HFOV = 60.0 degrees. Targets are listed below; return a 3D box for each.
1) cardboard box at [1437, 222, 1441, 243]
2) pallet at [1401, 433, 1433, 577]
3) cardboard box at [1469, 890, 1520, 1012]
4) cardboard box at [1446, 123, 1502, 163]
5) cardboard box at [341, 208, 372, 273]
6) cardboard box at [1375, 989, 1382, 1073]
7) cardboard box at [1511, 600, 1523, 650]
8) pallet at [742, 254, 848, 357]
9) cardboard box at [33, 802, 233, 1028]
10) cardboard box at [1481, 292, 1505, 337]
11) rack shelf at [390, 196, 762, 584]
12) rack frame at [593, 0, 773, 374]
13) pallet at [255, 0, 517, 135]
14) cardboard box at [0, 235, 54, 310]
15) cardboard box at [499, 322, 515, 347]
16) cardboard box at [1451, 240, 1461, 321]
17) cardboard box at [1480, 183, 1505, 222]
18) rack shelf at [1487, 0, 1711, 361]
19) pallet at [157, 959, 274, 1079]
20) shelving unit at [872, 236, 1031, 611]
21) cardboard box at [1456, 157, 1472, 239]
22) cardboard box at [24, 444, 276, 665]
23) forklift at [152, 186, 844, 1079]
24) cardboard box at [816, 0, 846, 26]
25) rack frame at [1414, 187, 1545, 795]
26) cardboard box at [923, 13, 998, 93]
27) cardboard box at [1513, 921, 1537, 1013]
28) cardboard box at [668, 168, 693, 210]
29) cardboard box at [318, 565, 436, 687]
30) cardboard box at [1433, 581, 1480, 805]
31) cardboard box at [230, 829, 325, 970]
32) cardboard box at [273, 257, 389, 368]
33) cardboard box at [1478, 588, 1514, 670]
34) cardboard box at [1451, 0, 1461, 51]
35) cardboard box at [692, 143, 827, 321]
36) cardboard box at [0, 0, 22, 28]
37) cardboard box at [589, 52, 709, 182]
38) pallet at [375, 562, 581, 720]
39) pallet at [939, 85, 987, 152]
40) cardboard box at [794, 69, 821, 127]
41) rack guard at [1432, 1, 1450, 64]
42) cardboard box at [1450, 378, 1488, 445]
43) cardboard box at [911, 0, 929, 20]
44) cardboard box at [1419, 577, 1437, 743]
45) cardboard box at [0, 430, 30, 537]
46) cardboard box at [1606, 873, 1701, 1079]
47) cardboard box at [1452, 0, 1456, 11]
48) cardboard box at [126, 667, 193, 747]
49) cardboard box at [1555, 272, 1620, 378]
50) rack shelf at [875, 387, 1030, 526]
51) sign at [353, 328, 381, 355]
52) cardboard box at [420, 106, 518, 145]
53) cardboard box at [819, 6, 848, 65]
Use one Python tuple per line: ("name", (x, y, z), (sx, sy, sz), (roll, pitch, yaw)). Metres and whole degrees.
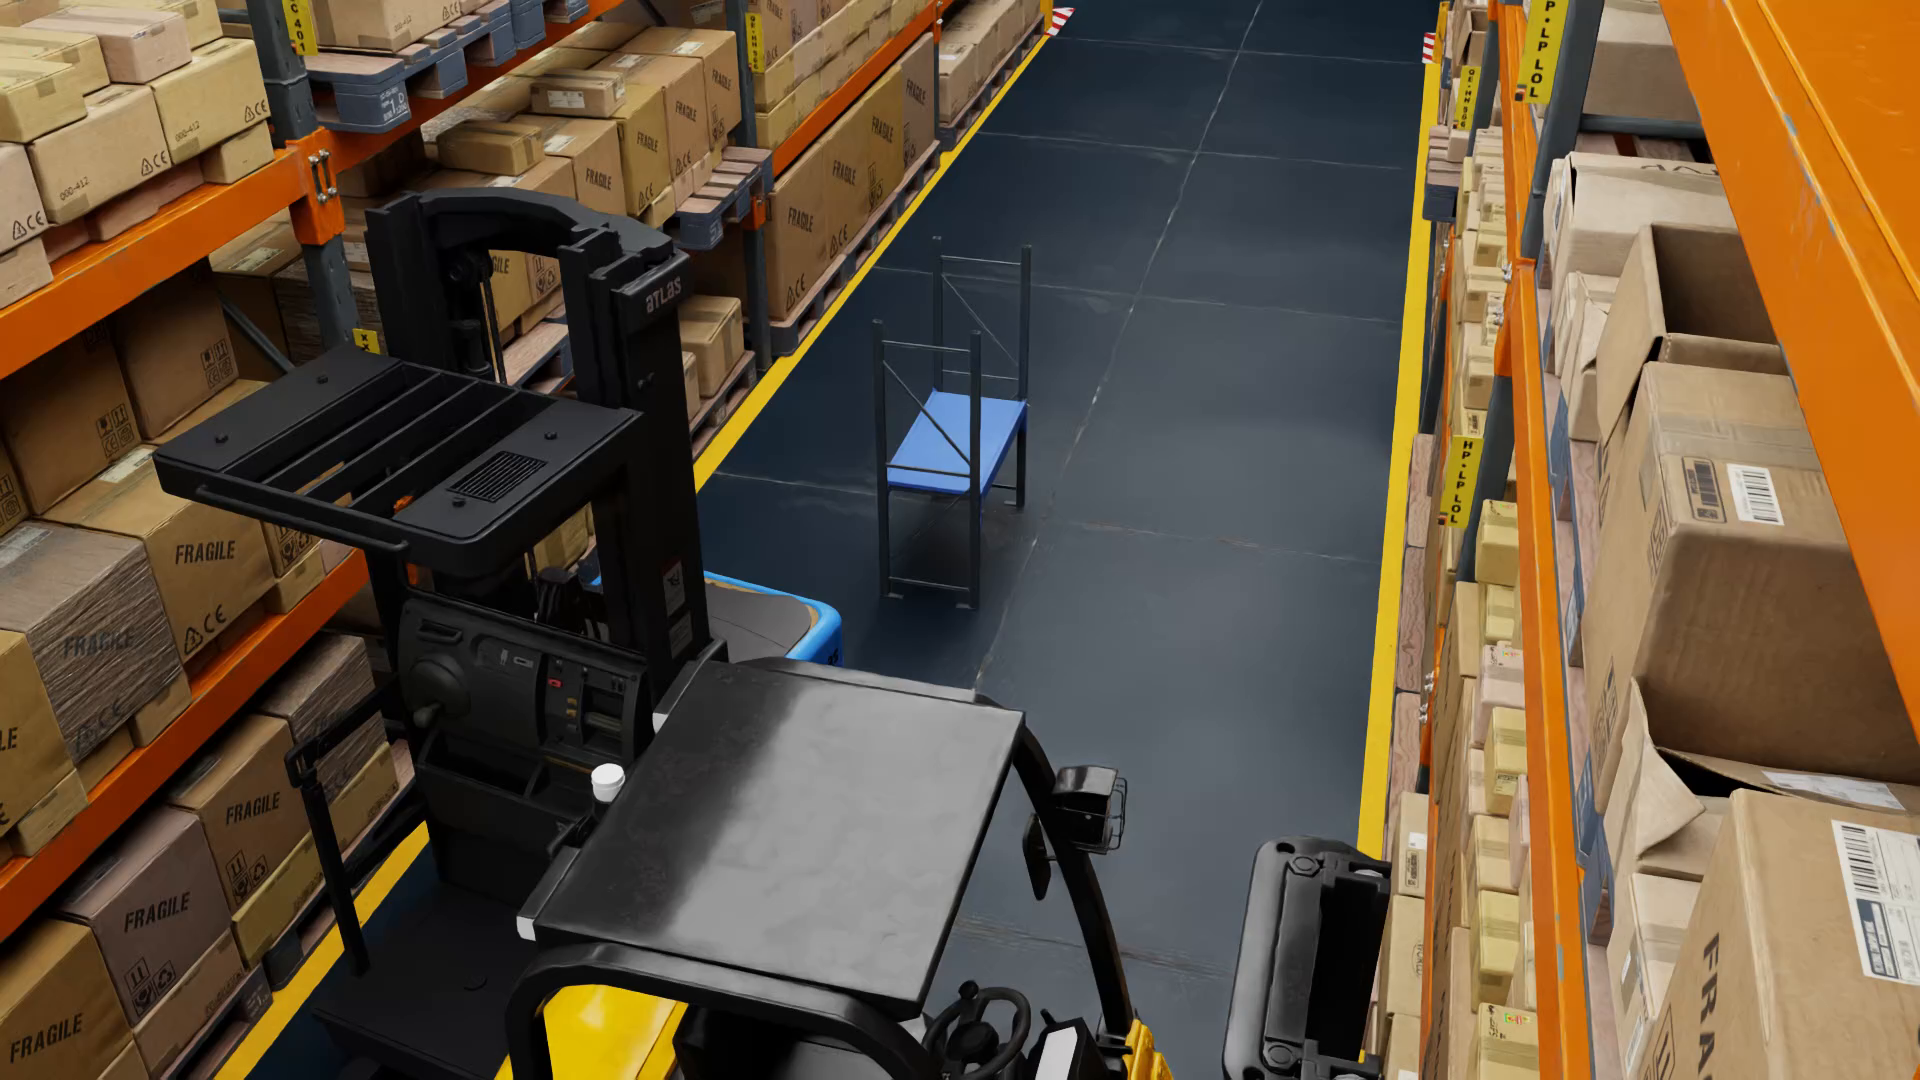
("cardboard box", (3.539, -2.174, 11.313), (0.500, 0.500, 0.500), (7, 33, 11))
("pallet", (2.874, -0.134, 8.764), (1.003, 0.211, 1.213), (8, 33, 12))
("cardboard box", (1.359, 0.956, 3.752), (0.380, 0.149, 0.250), (7, 33, 11))
("cardboard box", (2.916, -2.197, 9.253), (0.380, 0.149, 0.250), (9, 33, 13))
("cardboard box", (-2.235, -1.145, 6.389), (0.380, 0.149, 0.250), (8, 33, 12))
("cardboard box", (1.558, 1.586, 5.165), (0.500, 0.250, 0.500), (8, 33, 12))
("cardboard box", (1.703, 0.308, 4.494), (0.380, 0.149, 0.250), (7, 33, 11))
("pallet", (-1.408, -1.629, 11.115), (1.003, 0.211, 1.213), (8, 33, 12))
("cardboard box", (-2.843, 1.209, 5.525), (0.500, 0.500, 0.500), (10, 34, 15))
("cardboard box", (2.273, -0.847, 6.589), (0.380, 0.149, 0.250), (8, 33, 13))
("rack shelf", (-2.189, -1.065, 8.300), (1.077, 0.370, 4.000), (8, 33, 12))
("rack frame", (-1.681, -2.406, 9.739), (1.000, 3.000, 0.127), (8, 33, 12))
("pallet", (-2.437, -1.823, 6.201), (1.213, 0.211, 1.003), (8, 33, 12))
("cardboard box", (-2.756, -0.753, 4.577), (0.380, 0.149, 0.250), (9, 34, 14))
("cardboard box", (-2.181, -0.932, 7.262), (0.380, 0.149, 0.250), (10, 34, 15))
("cardboard box", (2.639, -1.212, 8.000), (0.500, 0.250, 0.500), (7, 33, 11))
("cardboard box", (2.594, -1.510, 7.632), (0.380, 0.149, 0.250), (8, 33, 13))
("rack shelf", (2.613, -1.657, 6.435), (1.077, 0.370, 4.000), (8, 33, 12))
("pallet", (-3.140, 1.834, 5.668), (1.003, 0.211, 1.213), (8, 33, 12))
("shelving unit", (-0.022, -0.589, 8.278), (0.538, 1.500, 1.048), (8, 33, 12))
("cardboard box", (2.748, -1.687, 8.281), (0.500, 0.250, 0.500), (8, 33, 12))
("cardboard box", (-2.693, 0.034, 5.530), (0.500, 0.500, 0.500), (9, 34, 14))
("forklift", (-1.508, 0.535, 5.177), (1.130, 2.935, 3.031), (14, 35, 21))
("cardboard box", (-1.057, -3.618, 10.621), (0.500, 0.500, 0.500), (9, 34, 14))
("rack frame", (2.106, 0.343, 5.414), (1.000, 3.000, 0.127), (8, 33, 12))
("cardboard box", (-0.177, -4.354, 14.800), (0.875, 0.438, 0.875), (7, 33, 11))
("cardboard box", (1.361, 0.966, 3.459), (0.380, 0.149, 0.250), (8, 33, 13))
("cardboard box", (-1.627, -1.860, 8.723), (0.380, 0.149, 0.250), (6, 33, 10))
("cardboard box", (-2.566, 0.328, 7.495), (0.950, 0.372, 0.625), (8, 33, 13))
("cardboard box", (1.741, 0.496, 5.081), (0.500, 0.500, 0.500), (7, 33, 11))
("cardboard box", (-2.712, 1.273, 6.122), (0.500, 0.250, 0.500), (7, 33, 11))
("cardboard box", (-2.300, -0.880, 6.576), (0.500, 0.500, 0.500), (9, 33, 14))
("cardboard box", (1.706, 0.291, 4.798), (0.380, 0.149, 0.250), (9, 33, 14))
("cardboard box", (3.665, -3.538, 11.035), (0.700, 0.500, 0.500), (8, 33, 13))
("cardboard box", (-1.426, -2.034, 10.743), (0.875, 0.875, 0.875), (8, 33, 12))
("cardboard box", (-3.130, -1.569, 5.117), (0.380, 0.149, 0.250), (9, 34, 14))
("cardboard box", (-1.648, -2.208, 8.665), (0.500, 0.500, 0.500), (7, 33, 12))
("pallet", (-2.500, 0.442, 7.858), (1.003, 0.211, 1.213), (8, 33, 12))
("pallet", (-0.398, -3.689, 14.357), (1.003, 0.211, 1.213), (8, 33, 12))
("cardboard box", (-1.201, -2.832, 10.548), (0.500, 0.250, 0.500), (7, 33, 11))
("rack guard", (5.132, -4.790, 15.818), (1.175, 0.500, 0.348), (8, 33, 12))
("cardboard box", (2.107, -0.362, 6.197), (0.500, 0.250, 0.500), (7, 33, 11))
("cardboard box", (-0.536, -4.152, 12.625), (0.500, 0.250, 0.500), (7, 33, 11))
("cardboard box", (2.432, 0.494, 6.999), (0.875, 0.625, 0.625), (8, 33, 12))
("cardboard box", (-3.322, -0.203, 4.970), (0.700, 0.500, 0.500), (7, 33, 11))
("cardboard box", (1.007, 0.568, 2.014), (0.380, 0.149, 0.250), (7, 33, 11))
("cardboard box", (4.904, -4.703, 15.288), (0.797, 0.503, 0.637), (7, 33, 10))
("cardboard box", (-2.738, 0.511, 5.384), (0.380, 0.149, 0.250), (8, 33, 12))
("cardboard box", (1.503, -0.446, 3.609), (0.380, 0.149, 0.250), (9, 34, 14))
("rack shelf", (-0.022, -0.437, 8.375), (0.538, 0.185, 1.000), (8, 33, 12))
("sign", (-2.170, -0.626, 6.132), (0.100, 0.325, 0.005), (8, 33, 12))
("cardboard box", (-2.408, -1.743, 7.934), (0.500, 0.500, 0.500), (7, 33, 11))
("cardboard box", (-1.043, -3.308, 10.832), (0.500, 0.250, 0.500), (8, 33, 12))
